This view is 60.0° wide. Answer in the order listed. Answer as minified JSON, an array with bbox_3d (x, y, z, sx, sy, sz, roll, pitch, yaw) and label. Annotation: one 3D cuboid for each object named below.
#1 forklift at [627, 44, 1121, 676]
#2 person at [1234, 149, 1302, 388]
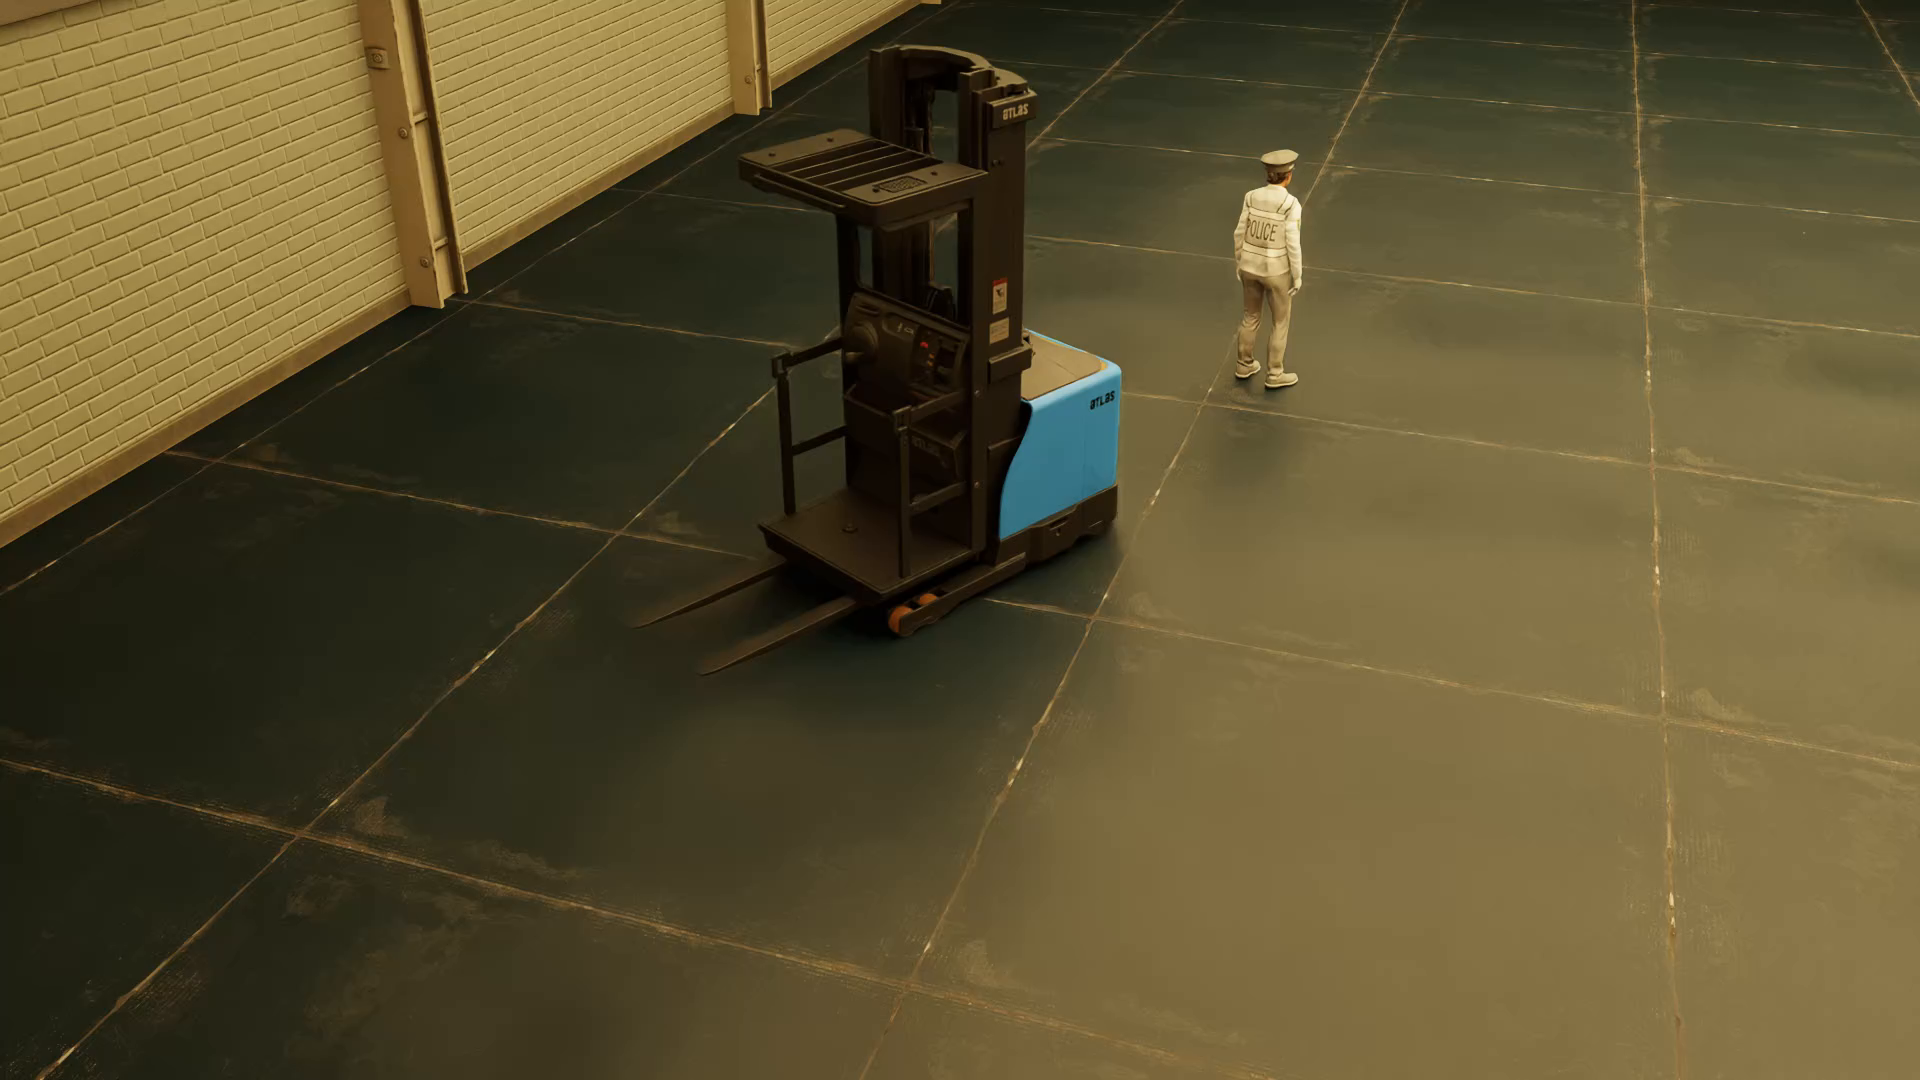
[{"bbox_3d":[-0.452,-1.031,8.945,3.031,2.935,1.130,-25,38,-37],"label":"forklift"},{"bbox_3d":[2.178,-1.904,11.761,0.529,1.662,0.376,24,37,35],"label":"person"}]
